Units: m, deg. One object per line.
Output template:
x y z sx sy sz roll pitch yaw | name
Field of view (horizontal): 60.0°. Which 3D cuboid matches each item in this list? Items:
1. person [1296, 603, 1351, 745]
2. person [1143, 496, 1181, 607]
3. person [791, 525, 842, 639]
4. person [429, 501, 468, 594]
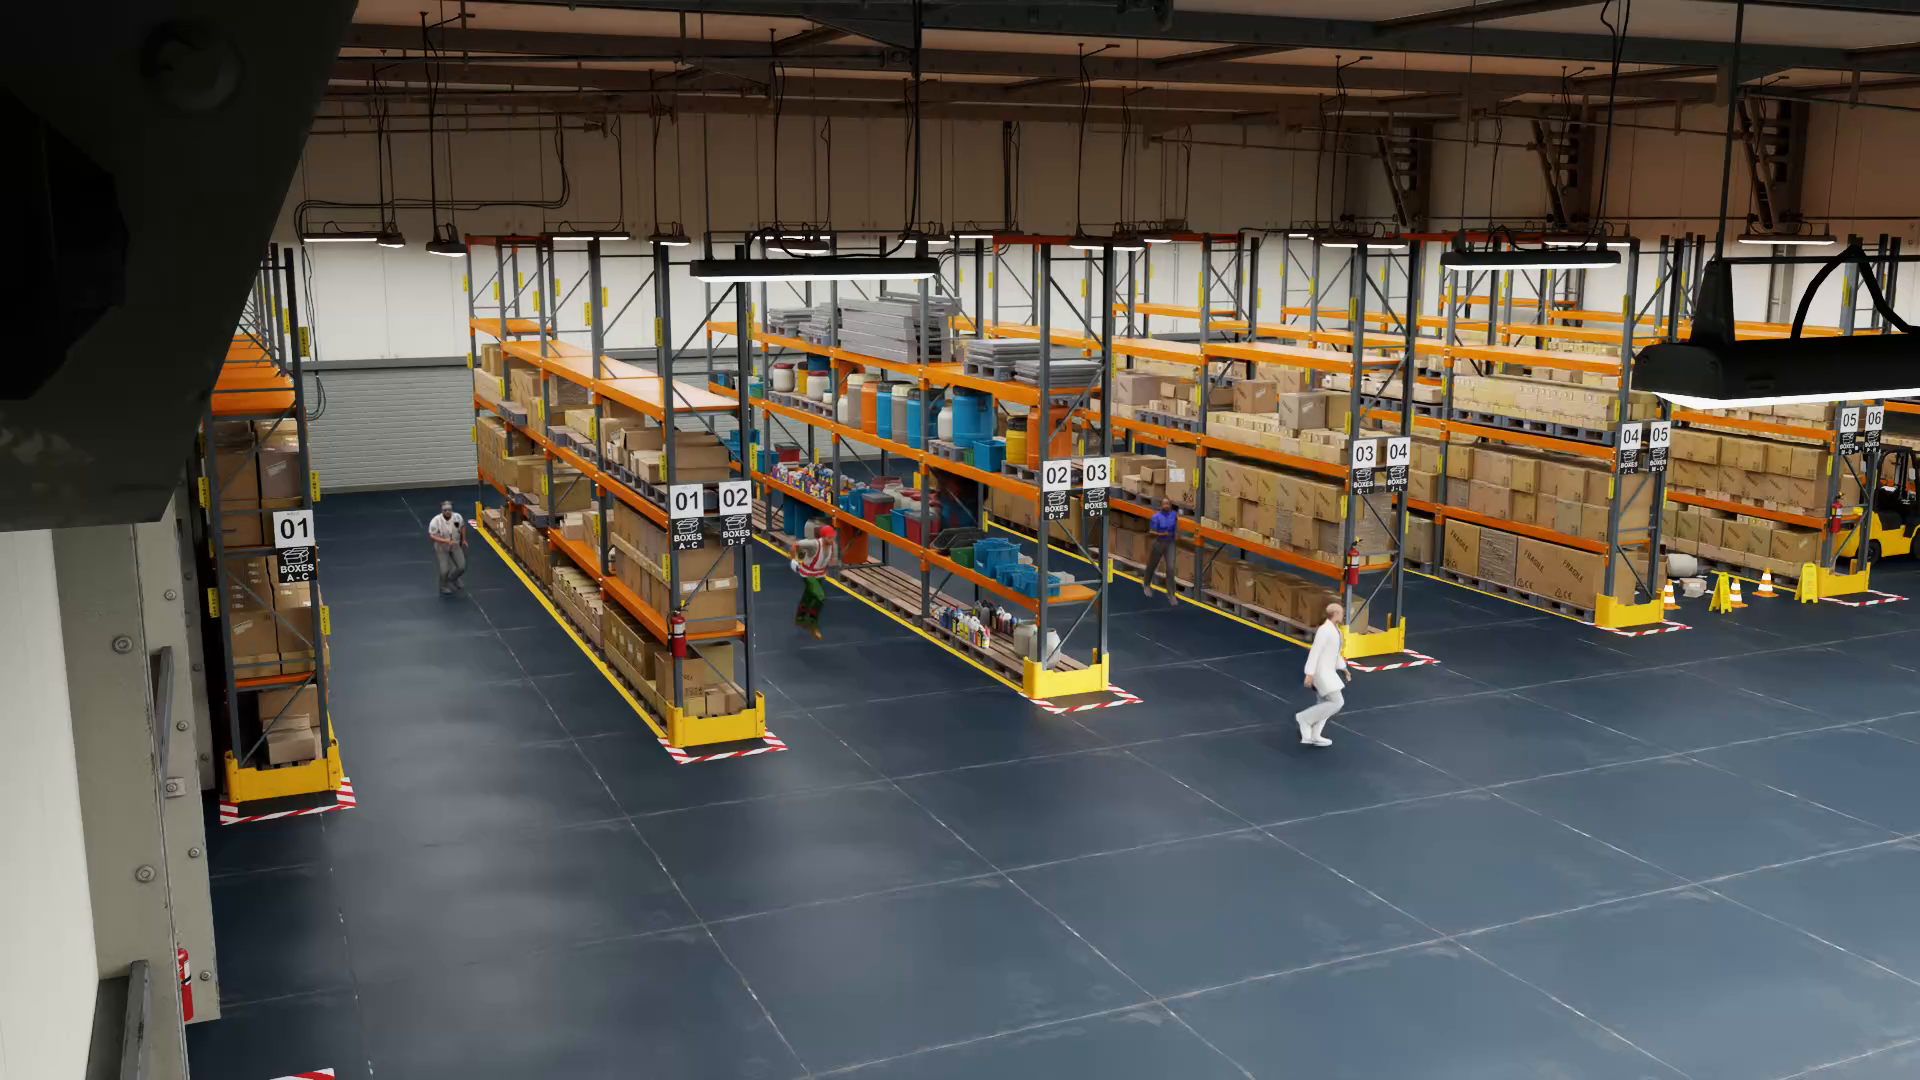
4.427 1.621 20.203 0.606 1.732 0.697 4 12 18 | person
3.257 0.141 26.579 0.598 1.723 0.840 -3 12 -17 | person
-2.149 0.604 24.338 0.713 1.726 0.960 -11 15 -43 | person
-8.650 0.123 28.163 0.667 1.654 0.796 -7 13 -33 | person
